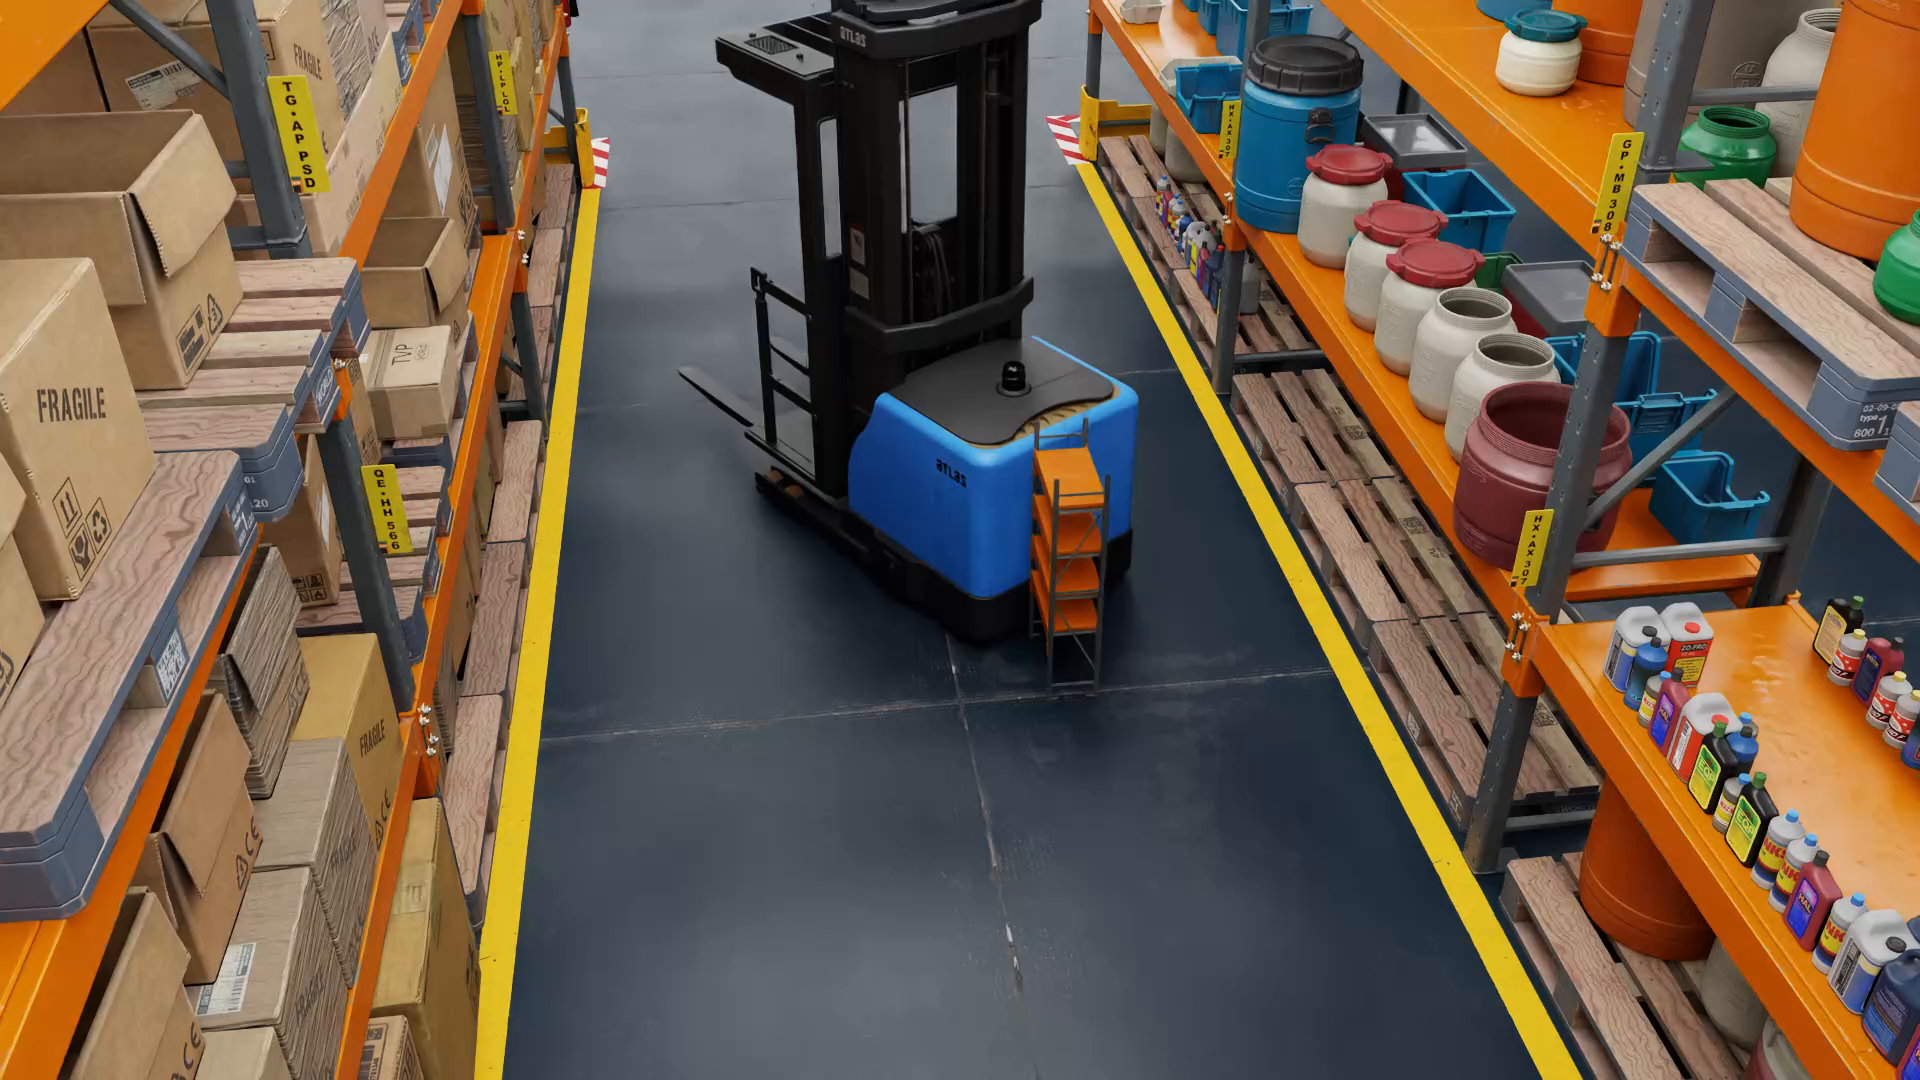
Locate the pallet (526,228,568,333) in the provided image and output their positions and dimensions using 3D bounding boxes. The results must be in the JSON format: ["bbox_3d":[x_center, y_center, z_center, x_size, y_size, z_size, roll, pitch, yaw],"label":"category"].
[{"bbox_3d":[-3.169,-1.706,11.065,1.003,0.211,1.213,-4,35,-6],"label":"pallet"}]

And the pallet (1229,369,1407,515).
[{"bbox_3d":[2.176,-0.591,9.430,1.003,0.211,1.213,-4,35,-6],"label":"pallet"}]

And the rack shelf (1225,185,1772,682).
[{"bbox_3d":[2.301,-0.765,7.848,1.077,0.370,4.000,-4,35,-6],"label":"rack shelf"}]

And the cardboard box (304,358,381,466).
[{"bbox_3d":[-2.624,-0.389,6.195,0.700,0.500,0.500,0,34,1],"label":"cardboard box"}]

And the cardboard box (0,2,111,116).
[{"bbox_3d":[-2.650,-1.306,4.807,0.500,0.500,0.500,-3,34,-5],"label":"cardboard box"}]

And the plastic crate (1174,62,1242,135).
[{"bbox_3d":[1.614,-2.714,10.201,0.499,0.251,0.616,-4,35,-6],"label":"plastic crate"}]

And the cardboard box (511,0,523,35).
[{"bbox_3d":[-2.820,-3.209,9.555,0.500,0.500,0.500,-4,35,-6],"label":"cardboard box"}]

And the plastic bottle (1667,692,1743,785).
[{"bbox_3d":[2.370,0.629,5.274,0.152,0.276,0.135,-4,35,-6],"label":"plastic bottle"}]

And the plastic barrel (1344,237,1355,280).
[{"bbox_3d":[2.058,-1.371,8.221,0.301,0.262,0.301,0,34,0],"label":"plastic barrel"}]

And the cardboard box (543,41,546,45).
[{"bbox_3d":[-3.053,-3.513,11.465,0.380,0.149,0.250,-4,35,-6],"label":"cardboard box"}]

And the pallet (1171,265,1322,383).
[{"bbox_3d":[1.983,-1.404,10.623,1.003,0.211,1.213,-4,35,-6],"label":"pallet"}]

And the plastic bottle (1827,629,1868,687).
[{"bbox_3d":[3.045,0.395,5.684,0.097,0.201,0.097,0,34,0],"label":"plastic bottle"}]

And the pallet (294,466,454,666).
[{"bbox_3d":[-2.539,0.118,6.083,1.213,0.211,1.003,-4,35,-6],"label":"pallet"}]

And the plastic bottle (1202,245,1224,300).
[{"bbox_3d":[1.634,-1.710,10.558,0.144,0.351,0.185,-6,35,-9],"label":"plastic bottle"}]

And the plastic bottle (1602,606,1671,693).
[{"bbox_3d":[2.308,0.371,5.653,0.152,0.276,0.135,-4,35,-6],"label":"plastic bottle"}]

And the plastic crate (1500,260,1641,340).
[{"bbox_3d":[2.656,-0.898,7.347,0.402,0.464,0.583,-4,35,-6],"label":"plastic crate"}]

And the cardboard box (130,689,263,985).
[{"bbox_3d":[-2.171,0.746,4.012,0.797,0.503,0.637,-4,34,-5],"label":"cardboard box"}]

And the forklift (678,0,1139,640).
[{"bbox_3d":[-0.455,-1.498,8.346,1.130,2.935,3.031,-25,41,-32],"label":"forklift"}]

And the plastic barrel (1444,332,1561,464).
[{"bbox_3d":[2.220,-0.551,6.795,0.421,0.512,0.421,0,34,0],"label":"plastic barrel"}]

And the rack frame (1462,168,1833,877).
[{"bbox_3d":[2.570,0.053,6.008,1.000,3.000,0.127,-4,35,-6],"label":"rack frame"}]

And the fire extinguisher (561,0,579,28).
[{"bbox_3d":[-2.973,-4.102,12.175,0.296,0.674,0.183,-4,35,-6],"label":"fire extinguisher"}]

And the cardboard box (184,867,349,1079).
[{"bbox_3d":[-1.892,1.212,4.219,0.500,0.500,0.500,-5,35,-8],"label":"cardboard box"}]

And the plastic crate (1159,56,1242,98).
[{"bbox_3d":[1.563,-2.957,10.659,0.530,0.136,0.437,-4,35,-6],"label":"plastic crate"}]

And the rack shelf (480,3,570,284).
[{"bbox_3d":[-3.145,-2.622,10.573,1.077,0.370,4.000,-4,35,-6],"label":"rack shelf"}]

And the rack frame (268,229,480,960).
[{"bbox_3d":[-2.338,0.429,5.458,1.000,3.000,0.127,-4,35,-6],"label":"rack frame"}]

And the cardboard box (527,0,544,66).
[{"bbox_3d":[-3.157,-3.339,10.633,0.875,0.500,0.500,-4,35,-6],"label":"cardboard box"}]

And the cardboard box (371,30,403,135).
[{"bbox_3d":[-2.296,-1.603,5.908,0.500,0.250,0.500,-4,34,-5],"label":"cardboard box"}]

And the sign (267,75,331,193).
[{"bbox_3d":[-1.787,-1.095,4.500,0.100,0.325,0.005,-4,35,-6],"label":"sign"}]

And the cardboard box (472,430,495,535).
[{"bbox_3d":[-2.769,-0.341,8.415,0.700,0.500,0.500,-5,35,-7],"label":"cardboard box"}]

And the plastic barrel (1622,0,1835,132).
[{"bbox_3d":[2.675,-1.868,5.719,0.600,0.901,0.600,0,34,0],"label":"plastic barrel"}]

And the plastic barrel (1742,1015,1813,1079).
[{"bbox_3d":[2.805,1.778,5.245,0.600,0.588,0.708,-4,35,-6],"label":"plastic barrel"}]

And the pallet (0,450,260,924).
[{"bbox_3d":[-2.045,0.246,3.229,1.003,0.211,1.213,-3,34,-4],"label":"pallet"}]

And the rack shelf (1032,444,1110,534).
[{"bbox_3d":[0.485,-0.228,7.321,0.258,0.148,0.480,-4,35,-6],"label":"rack shelf"}]

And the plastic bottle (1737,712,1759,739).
[{"bbox_3d":[2.491,0.640,5.324,0.097,0.201,0.097,0,34,0],"label":"plastic bottle"}]

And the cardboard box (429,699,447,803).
[{"bbox_3d":[-2.448,0.907,6.584,0.700,0.500,0.500,-6,35,-9],"label":"cardboard box"}]

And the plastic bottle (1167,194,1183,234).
[{"bbox_3d":[1.475,-2.239,11.403,0.097,0.271,0.097,0,34,0],"label":"plastic bottle"}]

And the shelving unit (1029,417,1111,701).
[{"bbox_3d":[0.485,0.097,7.543,0.258,1.200,0.503,-4,35,-6],"label":"shelving unit"}]

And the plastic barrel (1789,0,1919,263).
[{"bbox_3d":[2.643,-1.220,4.459,0.600,0.830,0.708,-4,35,-6],"label":"plastic barrel"}]

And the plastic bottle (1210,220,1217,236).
[{"bbox_3d":[1.678,-1.962,10.987,0.061,0.283,0.133,-4,35,-6],"label":"plastic bottle"}]

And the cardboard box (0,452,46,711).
[{"bbox_3d":[-2.042,0.111,2.795,0.797,0.503,0.637,-5,35,-7],"label":"cardboard box"}]

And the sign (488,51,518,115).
[{"bbox_3d":[-2.326,-2.326,8.471,0.100,0.325,0.005,-4,35,-6],"label":"sign"}]

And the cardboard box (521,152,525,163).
[{"bbox_3d":[-2.732,-2.259,9.625,0.380,0.149,0.250,-4,35,-6],"label":"cardboard box"}]

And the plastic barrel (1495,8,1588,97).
[{"bbox_3d":[2.168,-1.821,6.218,0.301,0.262,0.301,0,34,0],"label":"plastic barrel"}]

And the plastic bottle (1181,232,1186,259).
[{"bbox_3d":[1.530,-1.984,11.092,0.097,0.201,0.097,0,34,0],"label":"plastic bottle"}]

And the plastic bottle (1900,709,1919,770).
[{"bbox_3d":[3.102,0.603,5.315,0.097,0.271,0.097,0,34,0],"label":"plastic bottle"}]

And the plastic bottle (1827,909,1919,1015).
[{"bbox_3d":[2.494,1.145,4.517,0.152,0.276,0.135,-4,35,-6],"label":"plastic bottle"}]

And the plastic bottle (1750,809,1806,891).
[{"bbox_3d":[2.408,0.901,4.879,0.097,0.271,0.097,0,34,0],"label":"plastic bottle"}]

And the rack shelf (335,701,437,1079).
[{"bbox_3d":[-2.069,1.842,4.022,1.077,0.370,4.000,-4,35,-6],"label":"rack shelf"}]

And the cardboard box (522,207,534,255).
[{"bbox_3d":[-3.167,-2.145,11.080,0.500,0.500,0.500,-1,34,-2],"label":"cardboard box"}]
